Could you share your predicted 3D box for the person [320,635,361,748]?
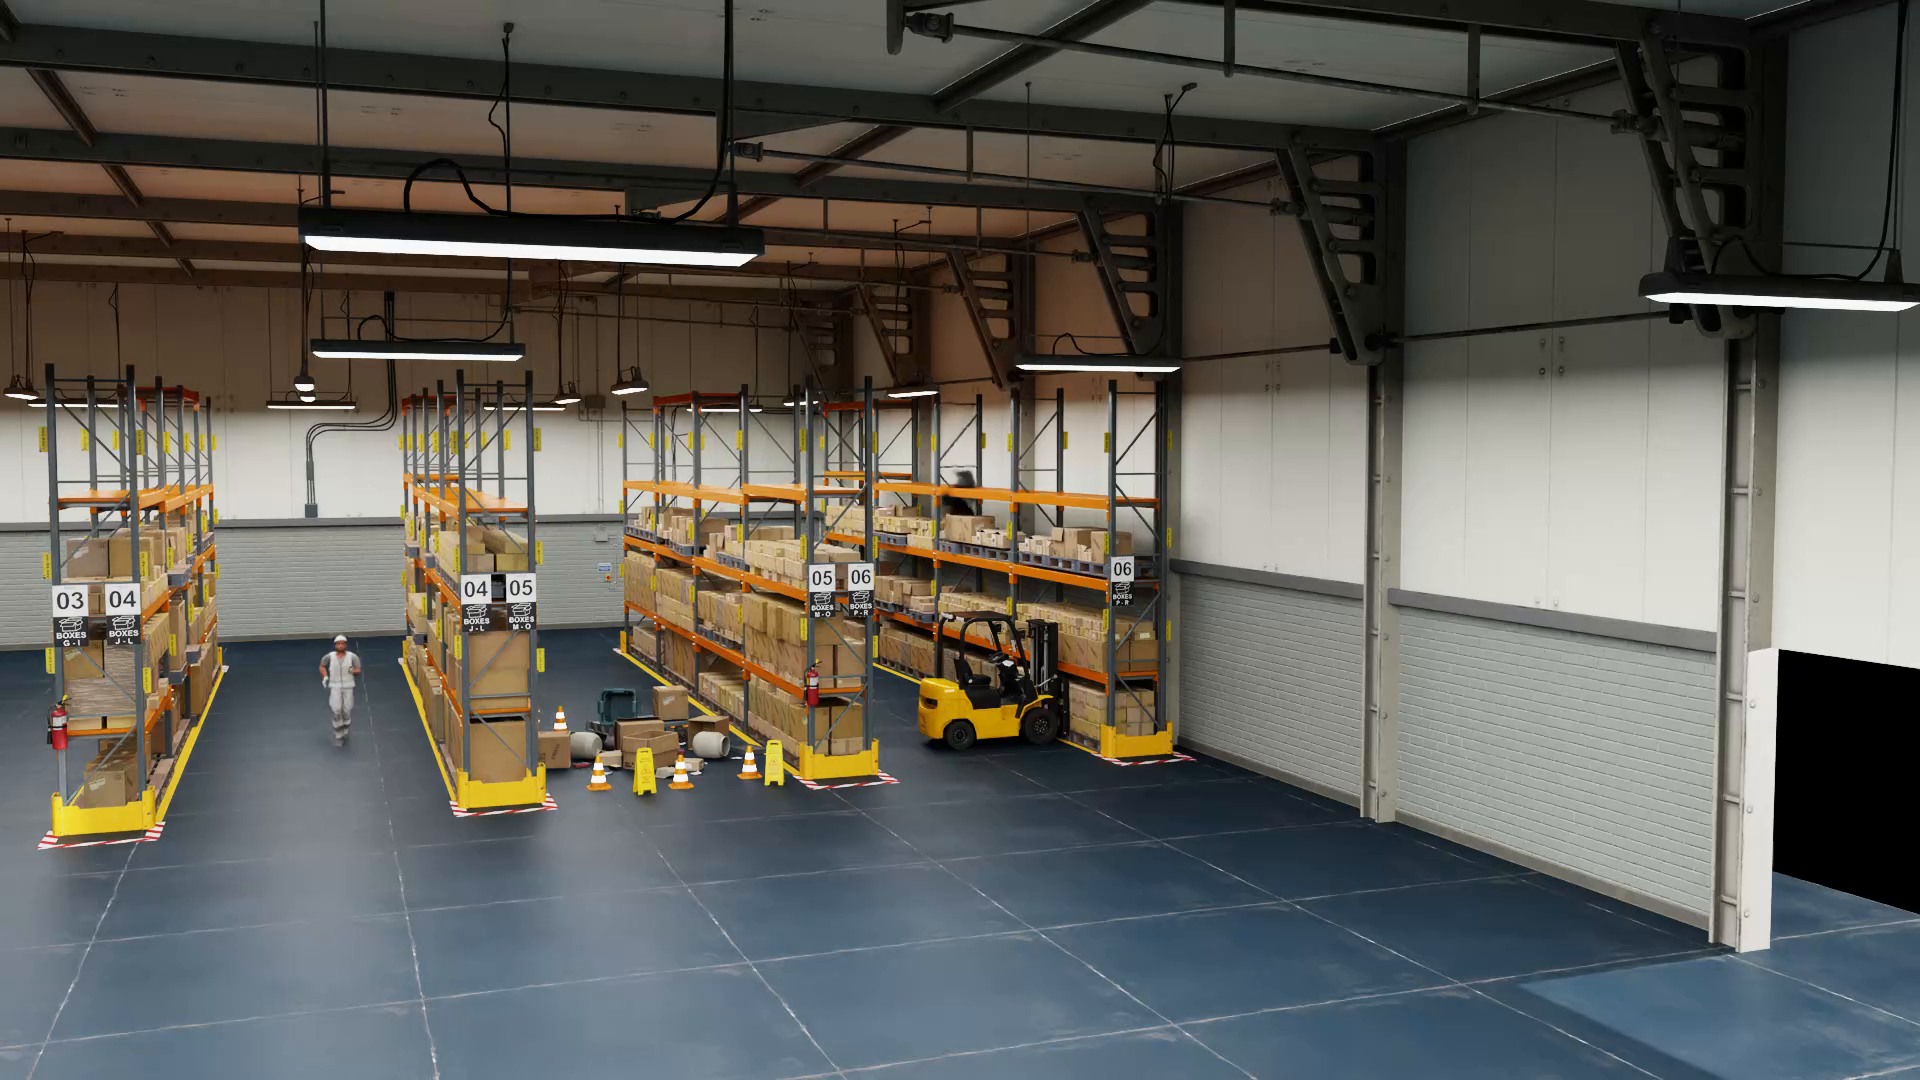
[{"bbox_3d":[-10.235,2.499,27.523,0.631,1.844,0.735,-2,4,-25],"label":"person"}]
